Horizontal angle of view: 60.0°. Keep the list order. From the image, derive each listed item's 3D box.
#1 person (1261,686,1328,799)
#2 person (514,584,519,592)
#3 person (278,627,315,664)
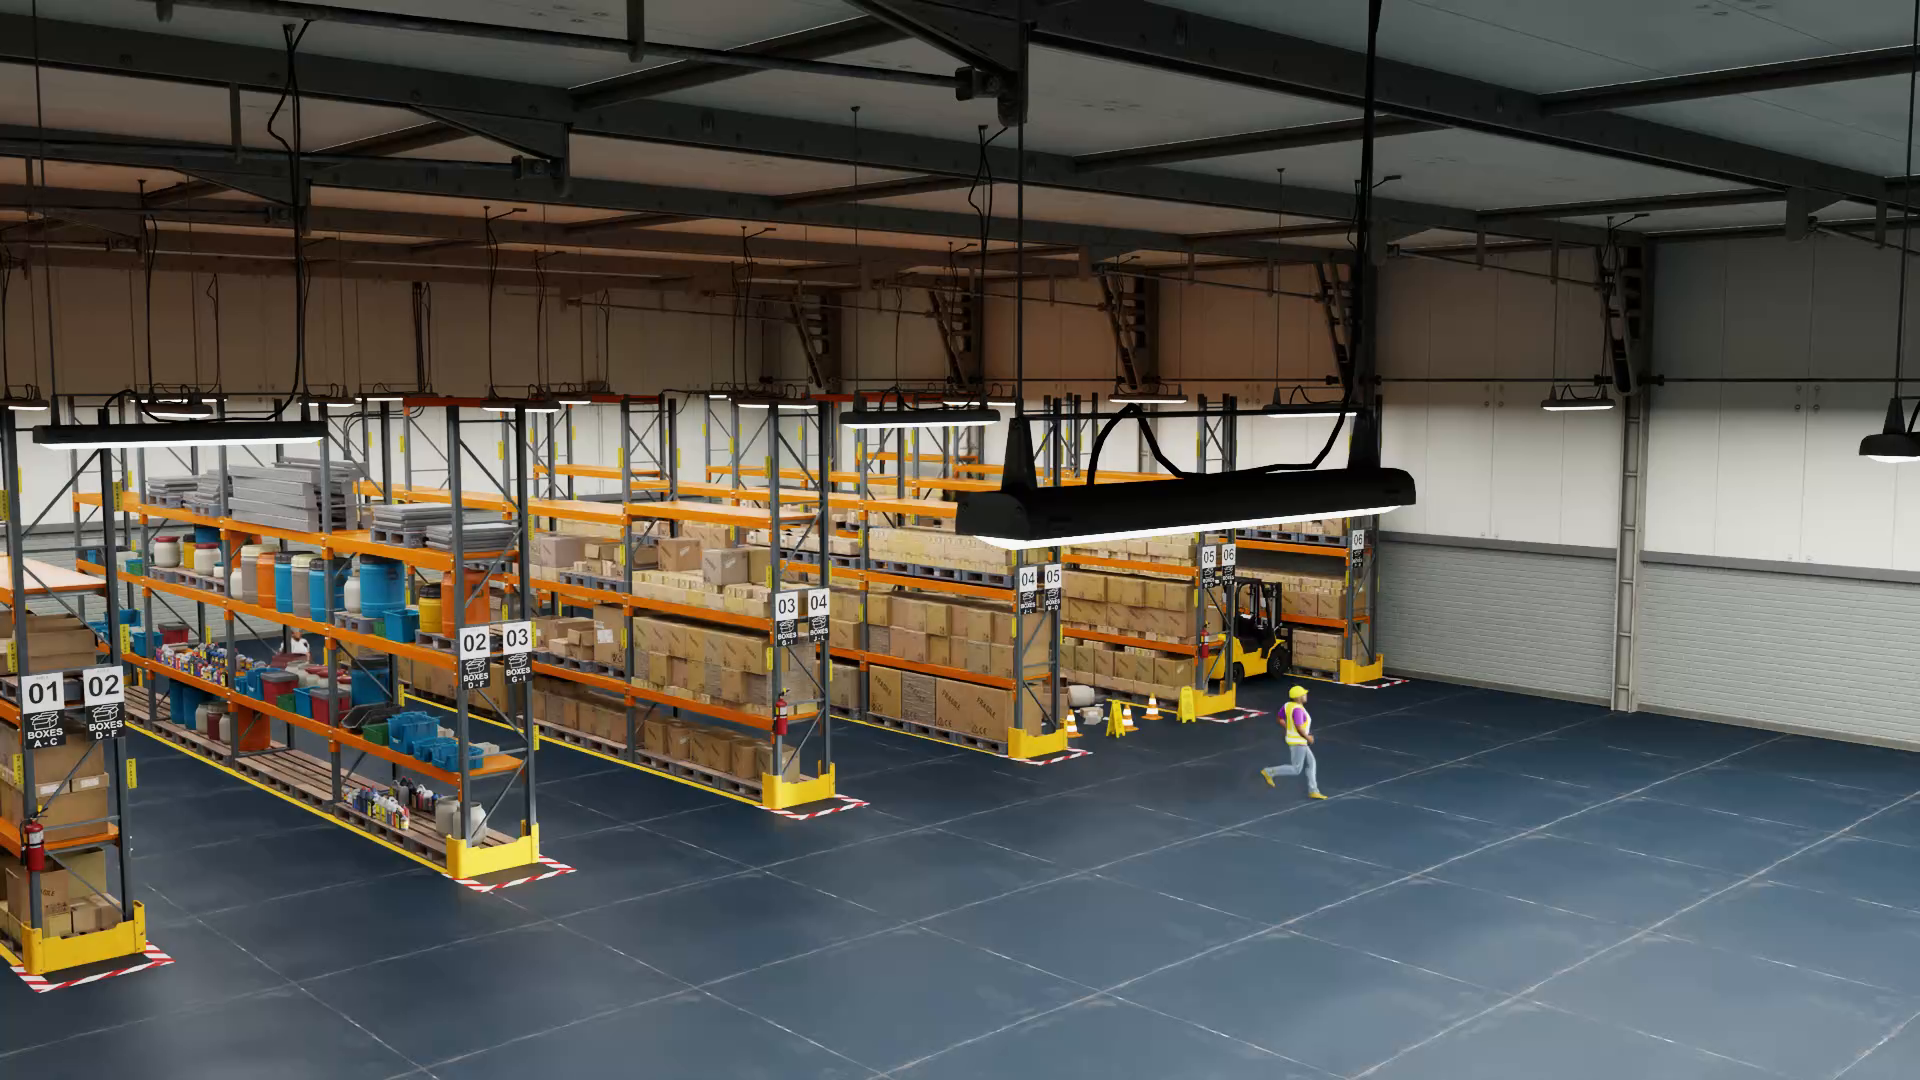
[{"bbox_3d":[5.053,3.068,25.052,1.038,1.752,0.678,0,6,2],"label":"person"},{"bbox_3d":[-10.029,1.828,37.533,0.882,1.791,0.664,5,7,42],"label":"person"},{"bbox_3d":[-12.663,2.465,31.746,0.766,1.654,0.607,4,7,38],"label":"person"}]
